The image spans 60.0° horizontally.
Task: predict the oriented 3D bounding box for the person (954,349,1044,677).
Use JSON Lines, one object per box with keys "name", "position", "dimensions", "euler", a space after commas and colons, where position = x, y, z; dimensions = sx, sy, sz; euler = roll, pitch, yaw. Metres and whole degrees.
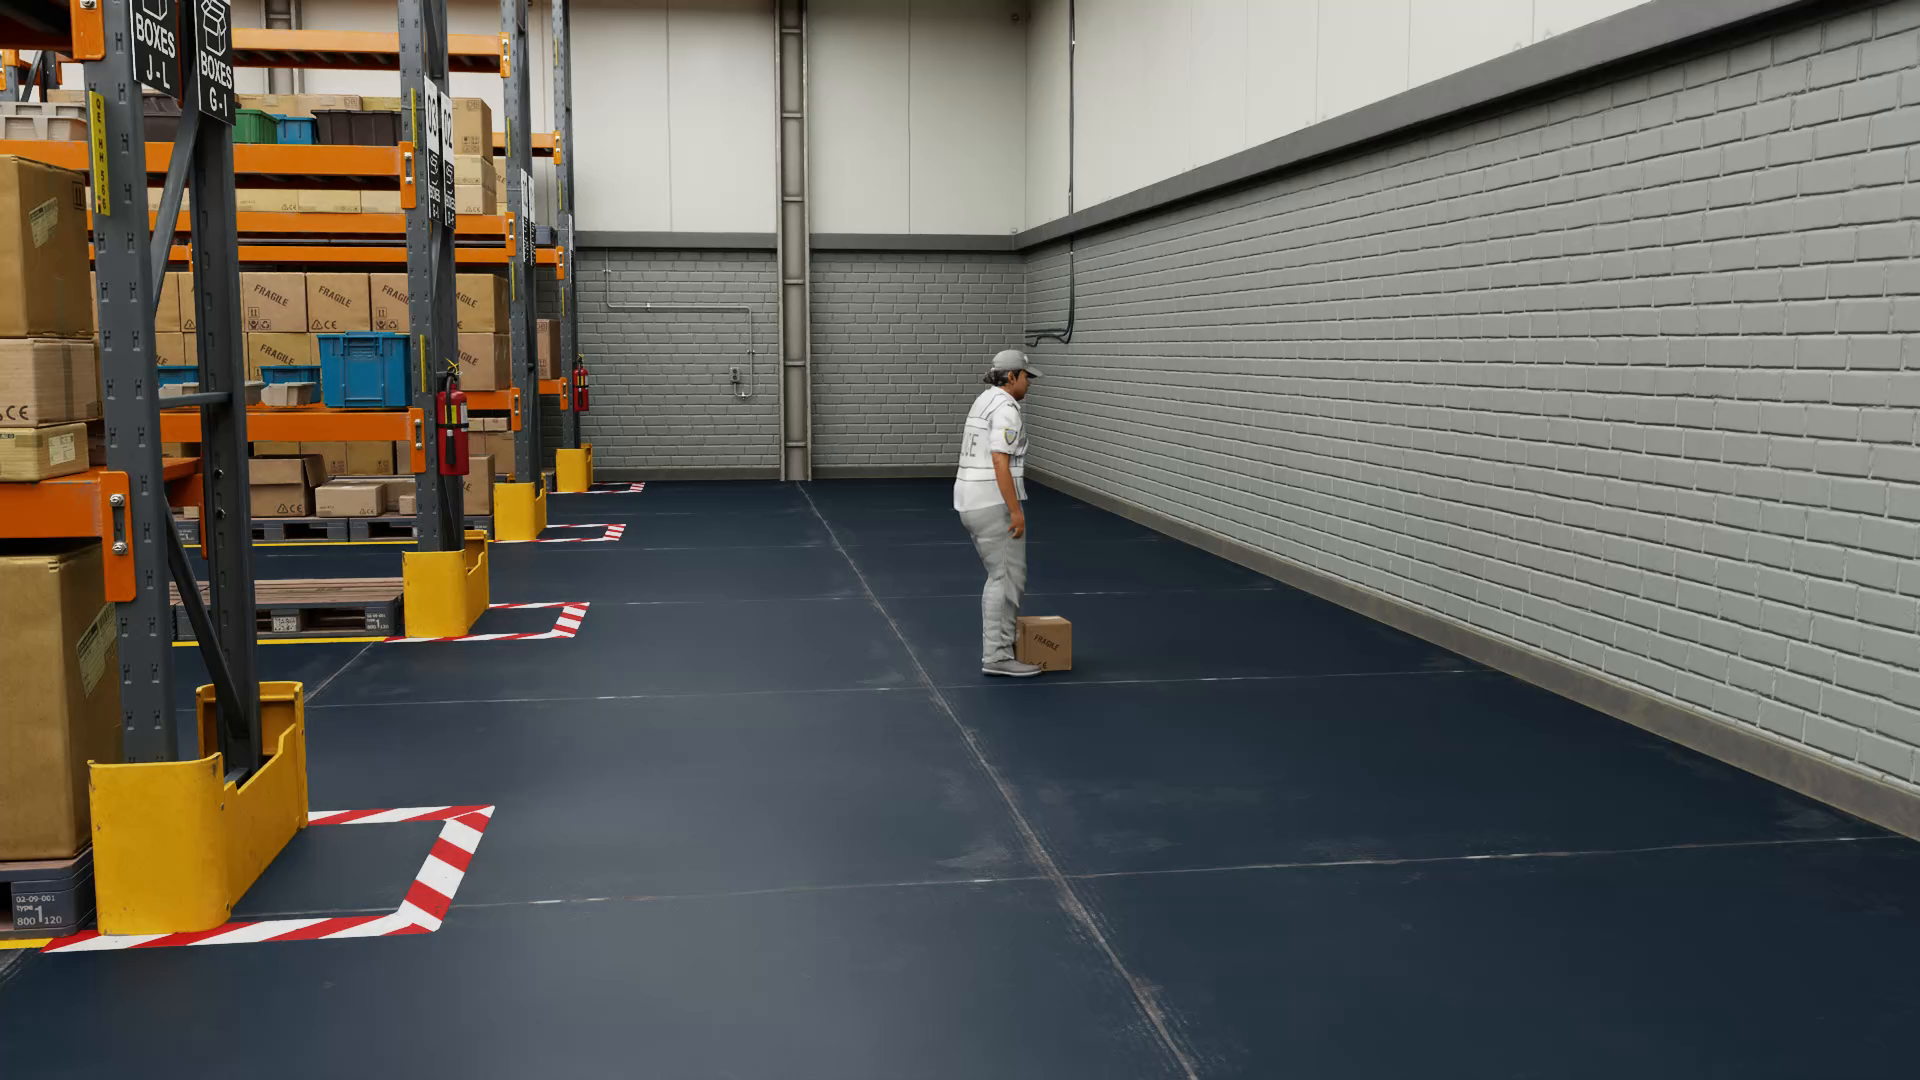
{"name": "person", "position": [0.218, -0.154, 8.641], "dimensions": [0.463, 1.667, 0.563], "euler": [-1, 7, -12]}
